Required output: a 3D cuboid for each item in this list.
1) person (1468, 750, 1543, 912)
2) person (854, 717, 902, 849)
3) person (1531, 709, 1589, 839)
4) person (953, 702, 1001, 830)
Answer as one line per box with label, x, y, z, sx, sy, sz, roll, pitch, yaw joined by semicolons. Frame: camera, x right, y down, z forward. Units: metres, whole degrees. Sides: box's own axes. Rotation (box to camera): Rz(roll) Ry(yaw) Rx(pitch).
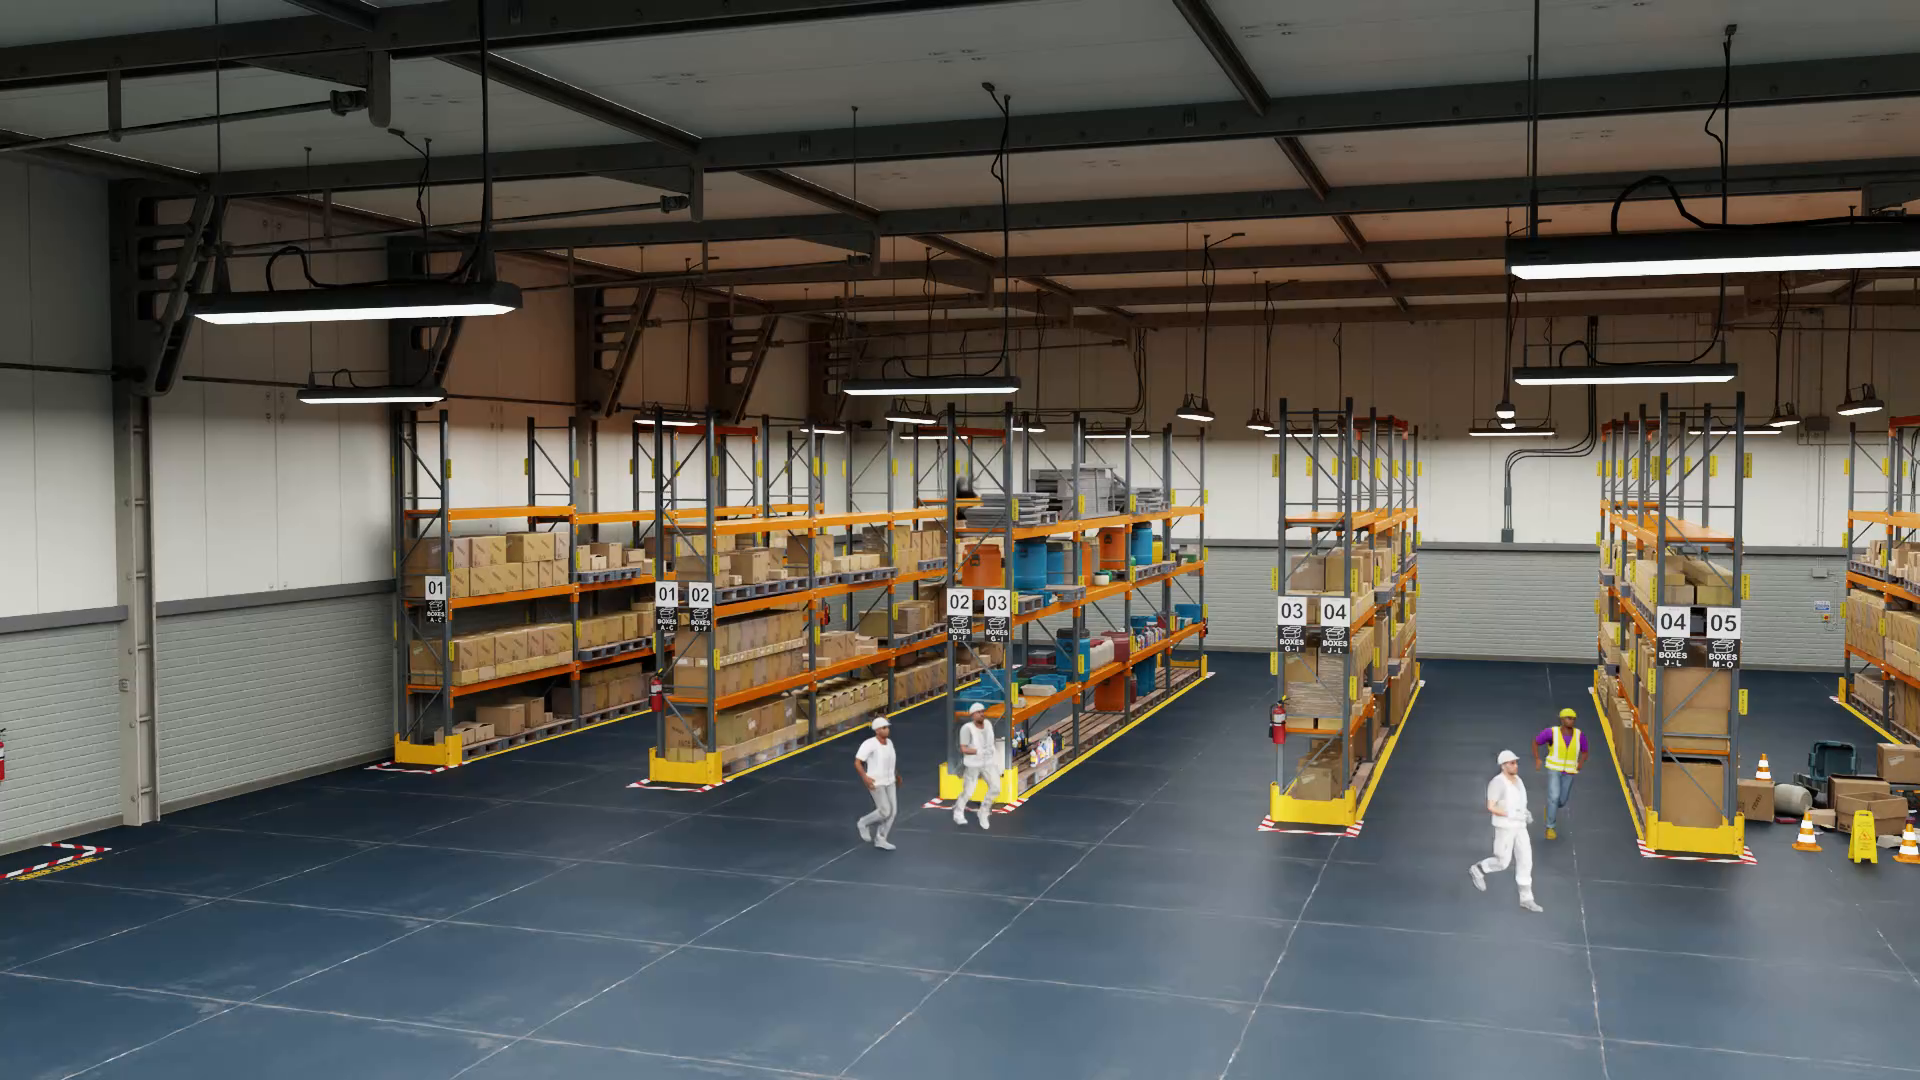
person;6.256;3.286;18.996;0.664;1.773;0.964;-2;3;-34
person;-1.085;3.201;21.951;0.557;1.728;0.713;2;3;40
person;8.249;3.170;22.825;0.744;1.741;0.831;0;2;3
person;0.273;3.120;23.002;0.703;1.768;0.865;-2;3;-33
